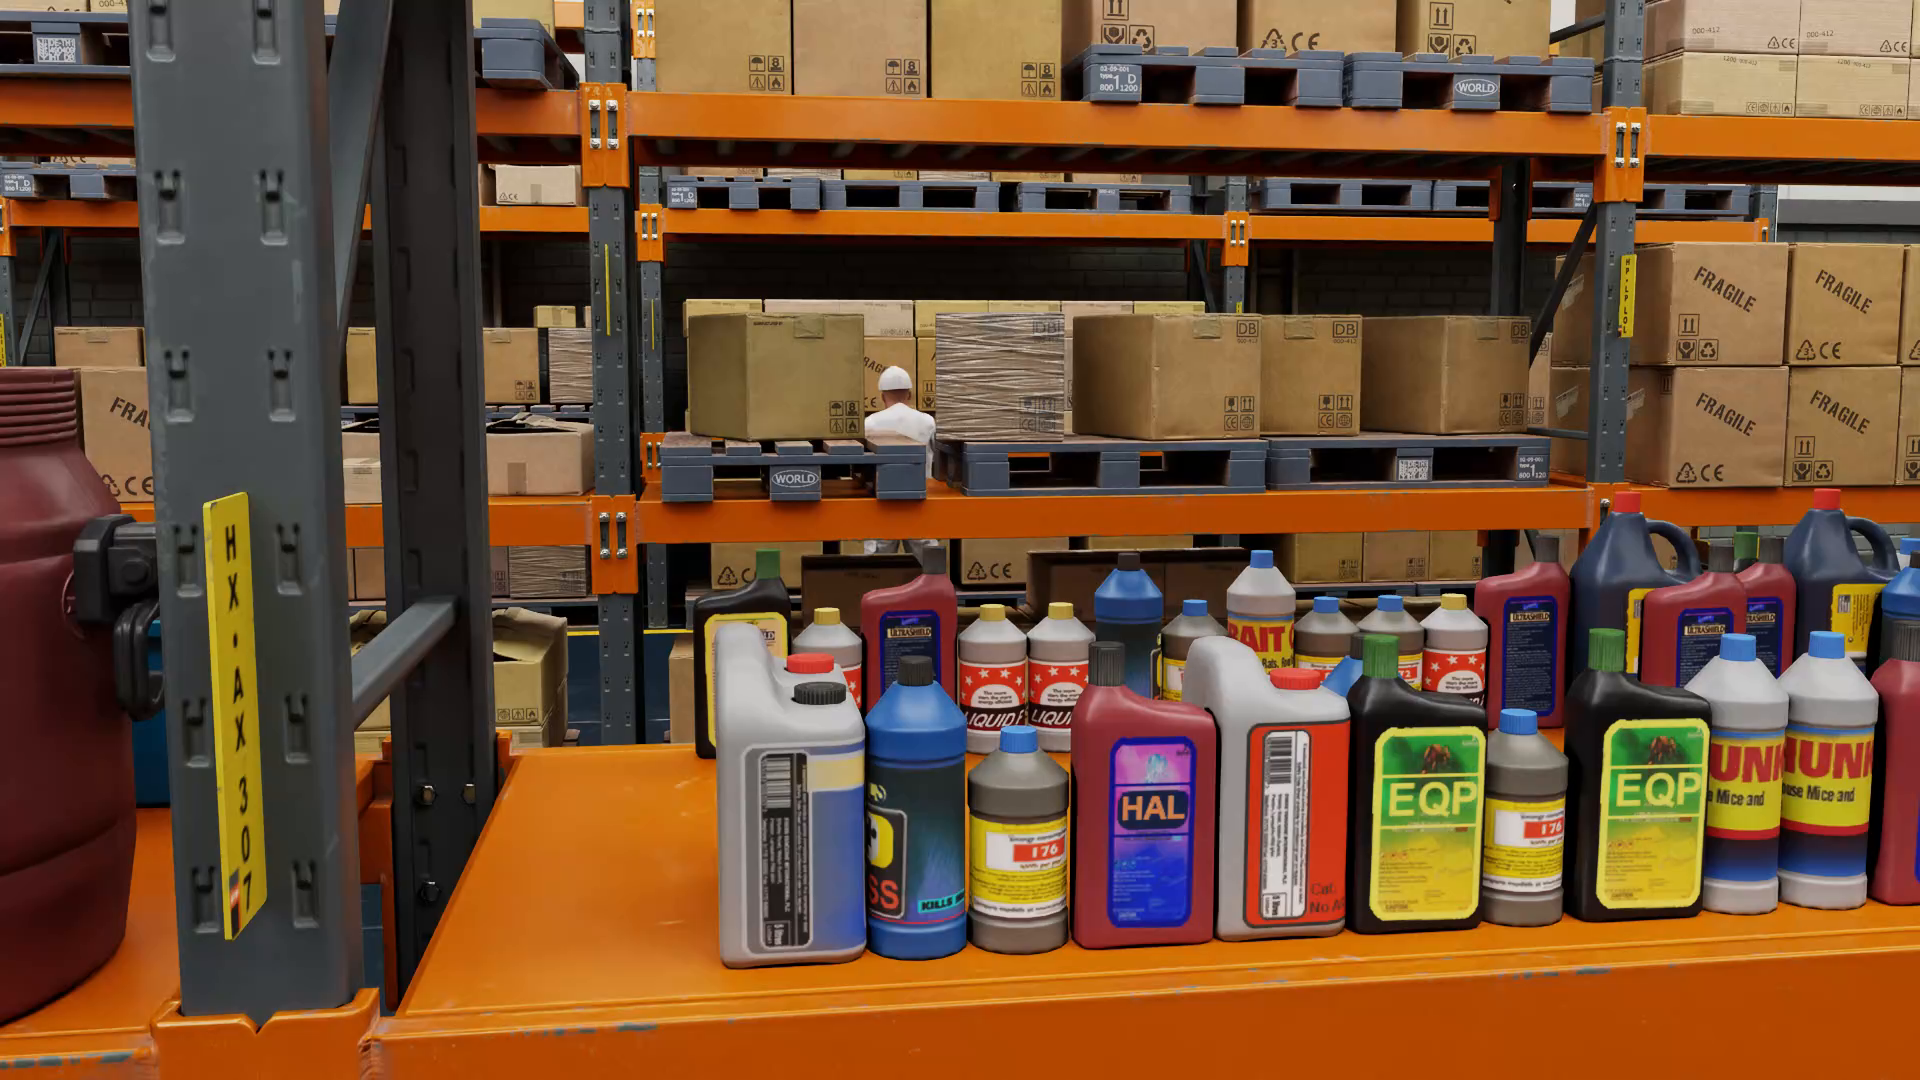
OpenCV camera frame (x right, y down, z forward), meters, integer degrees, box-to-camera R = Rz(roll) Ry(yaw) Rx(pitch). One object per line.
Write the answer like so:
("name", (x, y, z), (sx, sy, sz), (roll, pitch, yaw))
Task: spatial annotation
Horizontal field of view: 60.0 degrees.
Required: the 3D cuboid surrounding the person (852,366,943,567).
("person", (-0.354, -0.137, 9.862), (0.609, 1.780, 0.448), (-1, 6, -8))
